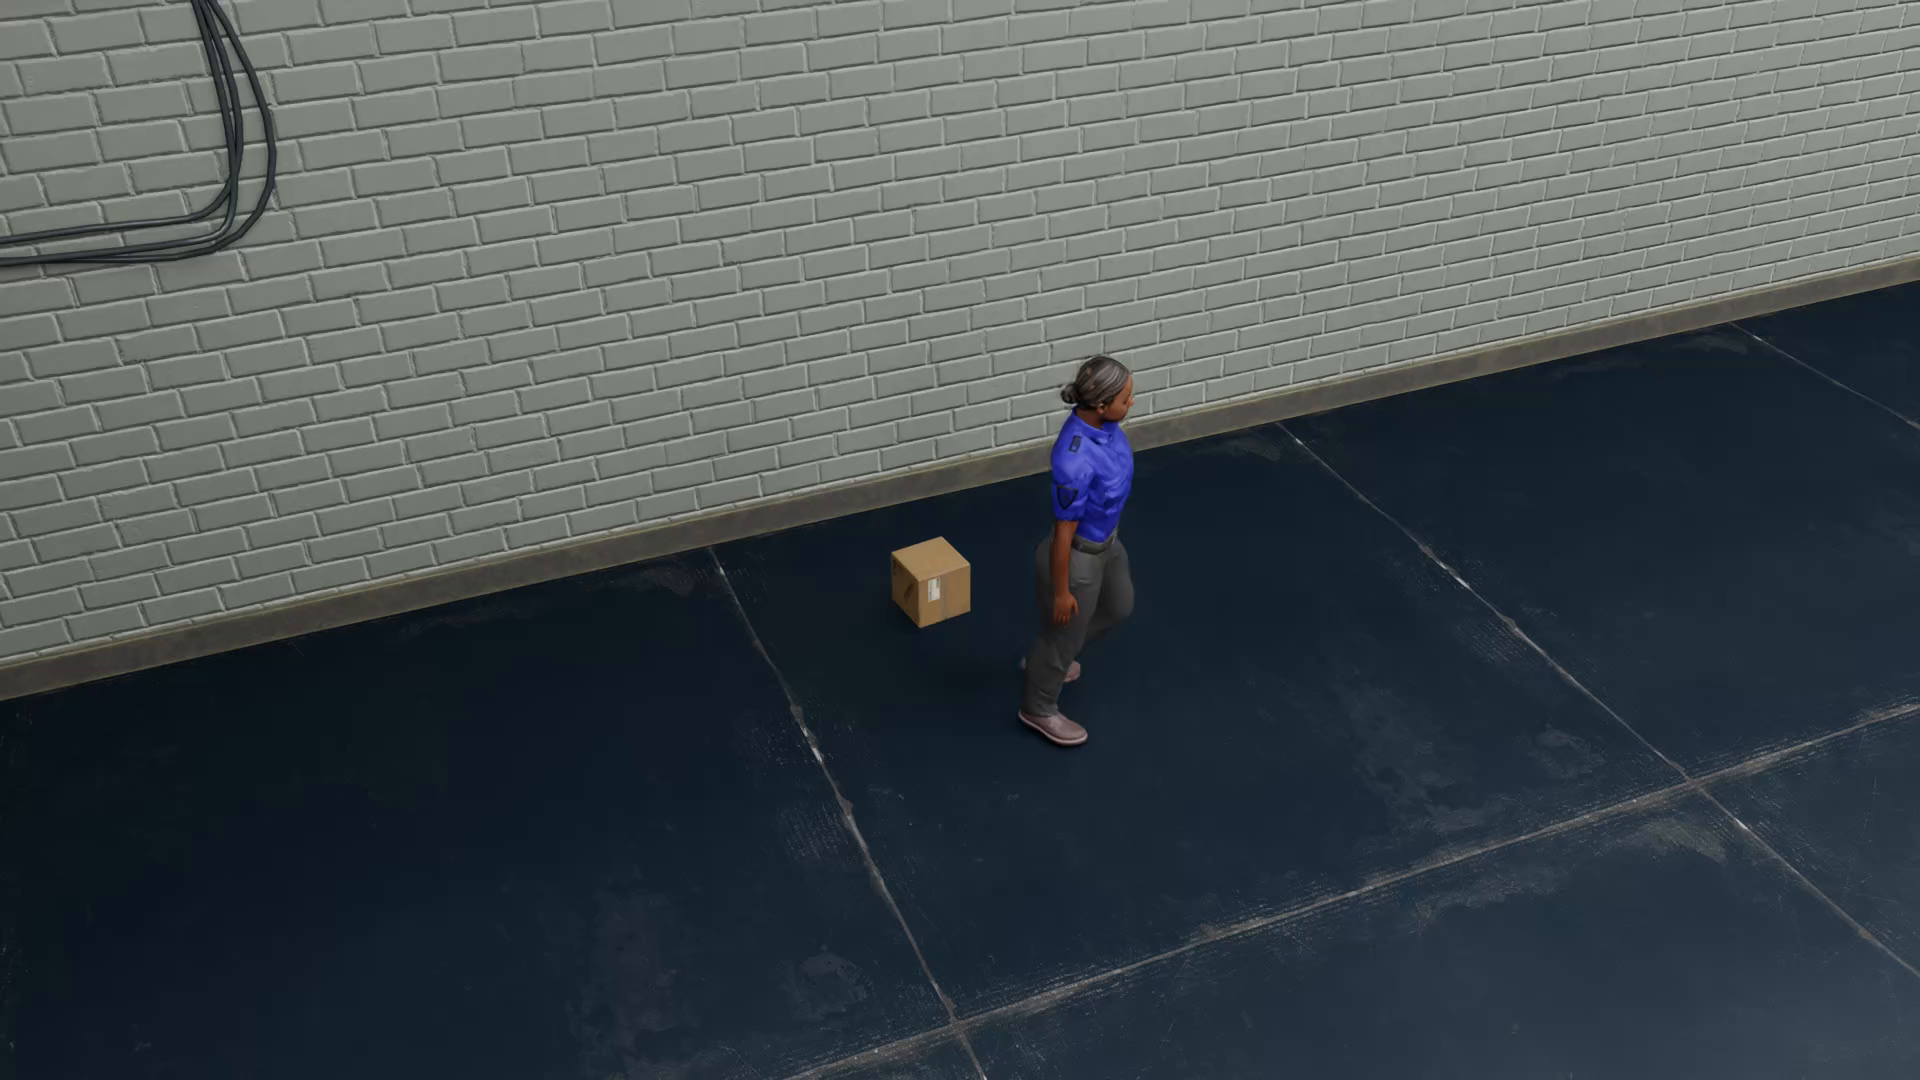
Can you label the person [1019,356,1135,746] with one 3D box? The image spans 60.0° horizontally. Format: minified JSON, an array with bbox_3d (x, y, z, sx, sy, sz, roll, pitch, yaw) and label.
[{"bbox_3d":[0.412,0.024,6.079,0.439,1.647,0.584,12,35,17],"label":"person"}]
